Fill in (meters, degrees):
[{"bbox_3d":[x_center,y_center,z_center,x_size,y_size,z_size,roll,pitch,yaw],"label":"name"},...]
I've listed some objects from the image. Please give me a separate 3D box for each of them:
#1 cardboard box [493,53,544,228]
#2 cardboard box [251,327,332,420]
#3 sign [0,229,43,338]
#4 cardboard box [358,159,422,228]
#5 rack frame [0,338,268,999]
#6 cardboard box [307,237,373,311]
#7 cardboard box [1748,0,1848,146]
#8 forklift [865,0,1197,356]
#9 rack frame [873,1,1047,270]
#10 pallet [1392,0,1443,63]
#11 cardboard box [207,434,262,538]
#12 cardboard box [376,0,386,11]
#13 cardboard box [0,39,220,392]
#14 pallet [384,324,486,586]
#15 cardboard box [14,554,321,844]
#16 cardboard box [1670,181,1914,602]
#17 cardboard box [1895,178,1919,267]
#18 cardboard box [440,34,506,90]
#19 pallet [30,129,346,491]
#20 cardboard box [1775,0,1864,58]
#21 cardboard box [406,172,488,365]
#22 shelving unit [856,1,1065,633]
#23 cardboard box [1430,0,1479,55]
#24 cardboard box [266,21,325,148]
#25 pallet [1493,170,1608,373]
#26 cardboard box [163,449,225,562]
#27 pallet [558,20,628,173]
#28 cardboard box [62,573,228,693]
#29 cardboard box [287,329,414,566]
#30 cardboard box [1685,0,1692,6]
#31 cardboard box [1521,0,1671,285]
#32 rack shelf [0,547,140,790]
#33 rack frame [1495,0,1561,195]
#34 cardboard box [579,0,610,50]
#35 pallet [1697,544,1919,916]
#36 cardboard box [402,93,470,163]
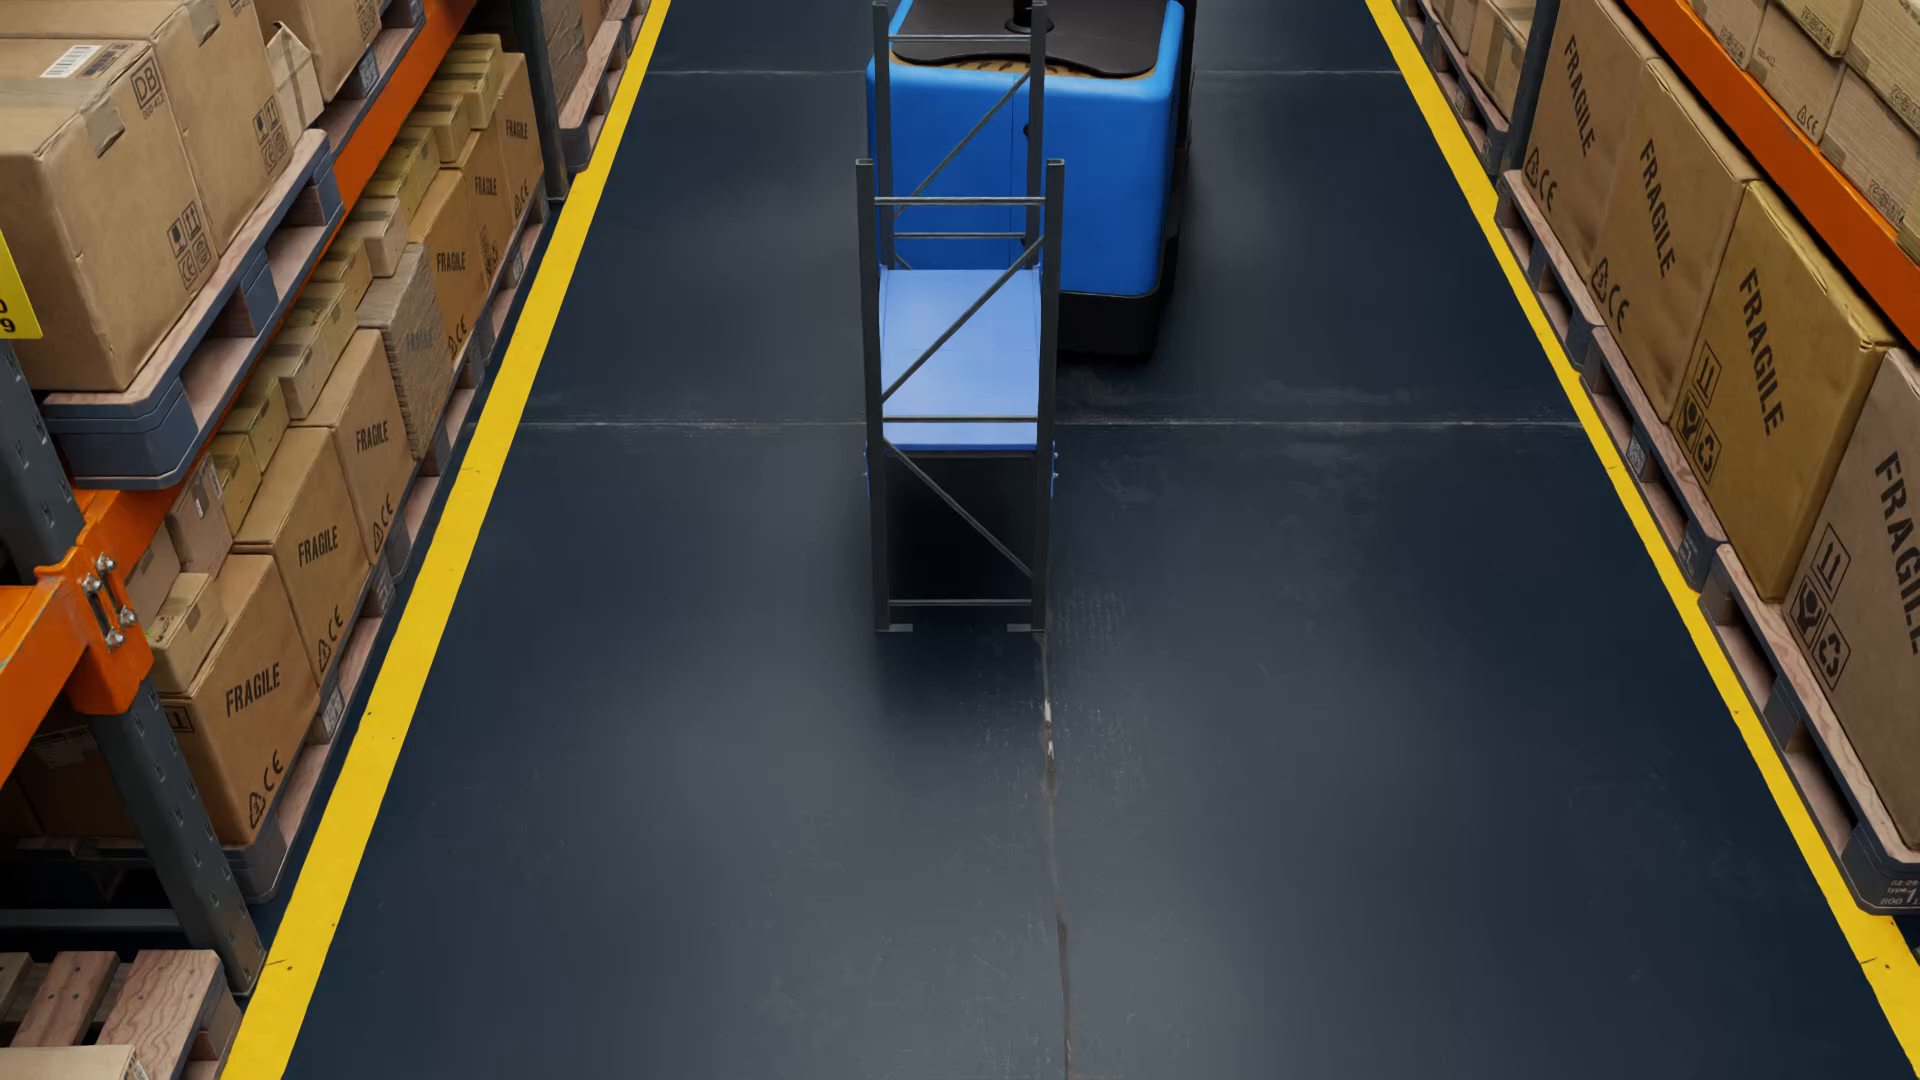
[{"bbox_3d":[-1.955,-1.557,6.457,0.500,0.500,0.500,1,39,1],"label":"cardboard box"},{"bbox_3d":[-1.966,-0.459,4.568,0.380,0.149,0.250,0,39,0],"label":"cardboard box"},{"bbox_3d":[-1.623,-0.474,2.751,0.100,0.325,0.005,0,39,0],"label":"sign"},{"bbox_3d":[-1.973,-1.109,5.380,0.380,0.149,0.250,-1,39,-1],"label":"cardboard box"},{"bbox_3d":[-2.165,-0.131,3.015,1.000,3.000,0.127,0,39,0],"label":"rack frame"},{"bbox_3d":[-1.993,-0.783,4.972,0.380,0.149,0.250,0,39,0],"label":"cardboard box"},{"bbox_3d":[2.560,-1.316,4.614,0.500,0.250,0.500,0,39,0],"label":"cardboard box"},{"bbox_3d":[0.419,-2.724,6.306,1.130,2.935,3.031,6,39,7],"label":"forklift"},{"bbox_3d":[-0.001,-0.956,5.244,0.500,1.500,0.032,0,39,0],"label":"rack frame"},{"bbox_3d":[2.796,-2.800,8.575,1.003,0.211,1.213,0,39,0],"label":"pallet"},{"bbox_3d":[-1.989,-0.131,4.159,0.380,0.149,0.250,-2,39,-2],"label":"cardboard box"},{"bbox_3d":[-1.983,-1.816,4.699,0.797,0.503,0.637,-1,39,-1],"label":"cardboard box"},{"bbox_3d":[-1.942,-0.637,3.230,0.700,0.500,0.500,1,39,1],"label":"cardboard box"},{"bbox_3d":[-2.208,-0.317,5.476,1.003,0.211,1.213,0,39,0],"label":"pallet"},{"bbox_3d":[-1.941,0.378,4.043,0.500,0.500,0.500,2,39,2],"label":"cardboard box"},{"bbox_3d":[2.709,-0.425,4.744,0.875,0.875,0.875,1,39,1],"label":"cardboard box"},{"bbox_3d":[2.546,-0.678,3.817,0.500,0.250,0.500,-1,39,-1],"label":"cardboard box"},{"bbox_3d":[-1.916,-1.766,6.199,0.380,0.149,0.250,-2,39,-2],"label":"cardboard box"},{"bbox_3d":[-2.057,-0.556,3.699,1.003,0.211,1.213,0,39,0],"label":"pallet"},{"bbox_3d":[2.522,-1.506,4.451,0.500,0.250,0.500,1,39,1],"label":"cardboard box"},{"bbox_3d":[-1.961,-0.917,5.658,0.500,0.500,0.500,2,39,2],"label":"cardboard box"},{"bbox_3d":[0.000,-0.639,4.848,0.538,1.500,1.048,0,39,0],"label":"shelving unit"},{"bbox_3d":[2.794,-2.592,7.851,0.950,0.372,0.625,-1,39,-1],"label":"cardboard box"},{"bbox_3d":[-1.783,-1.112,4.010,0.396,0.266,0.258,2,39,2],"label":"cardboard box"},{"bbox_3d":[2.719,-1.057,6.401,1.003,0.211,1.213,0,39,0],"label":"pallet"},{"bbox_3d":[-1.948,-0.076,3.853,0.380,0.149,0.250,-2,39,-2],"label":"cardboard box"},{"bbox_3d":[-2.132,-2.059,7.651,1.003,0.211,1.213,0,39,0],"label":"pallet"},{"bbox_3d":[-1.900,0.203,3.743,0.380,0.149,0.250,2,39,2],"label":"cardboard box"},{"bbox_3d":[-1.948,-0.267,4.848,0.500,0.500,0.500,-1,39,-1],"label":"cardboard box"},{"bbox_3d":[2.561,-1.953,5.408,0.500,0.250,0.500,-1,39,-1],"label":"cardboard box"},{"bbox_3d":[2.711,-1.541,6.138,0.875,0.875,0.875,0,39,0],"label":"cardboard box"},{"bbox_3d":[-2.163,1.400,1.679,1.077,0.370,4.000,0,39,0],"label":"rack shelf"},{"bbox_3d":[2.794,-2.639,6.144,1.000,3.000,0.127,0,39,0],"label":"rack frame"},{"bbox_3d":[-2.166,-2.669,7.744,0.875,0.625,0.625,1,39,1],"label":"cardboard box"},{"bbox_3d":[2.722,0.468,4.497,1.003,0.211,1.213,0,39,0],"label":"pallet"},{"bbox_3d":[-1.929,-1.430,5.780,0.380,0.149,0.250,-1,39,-2],"label":"cardboard box"}]
